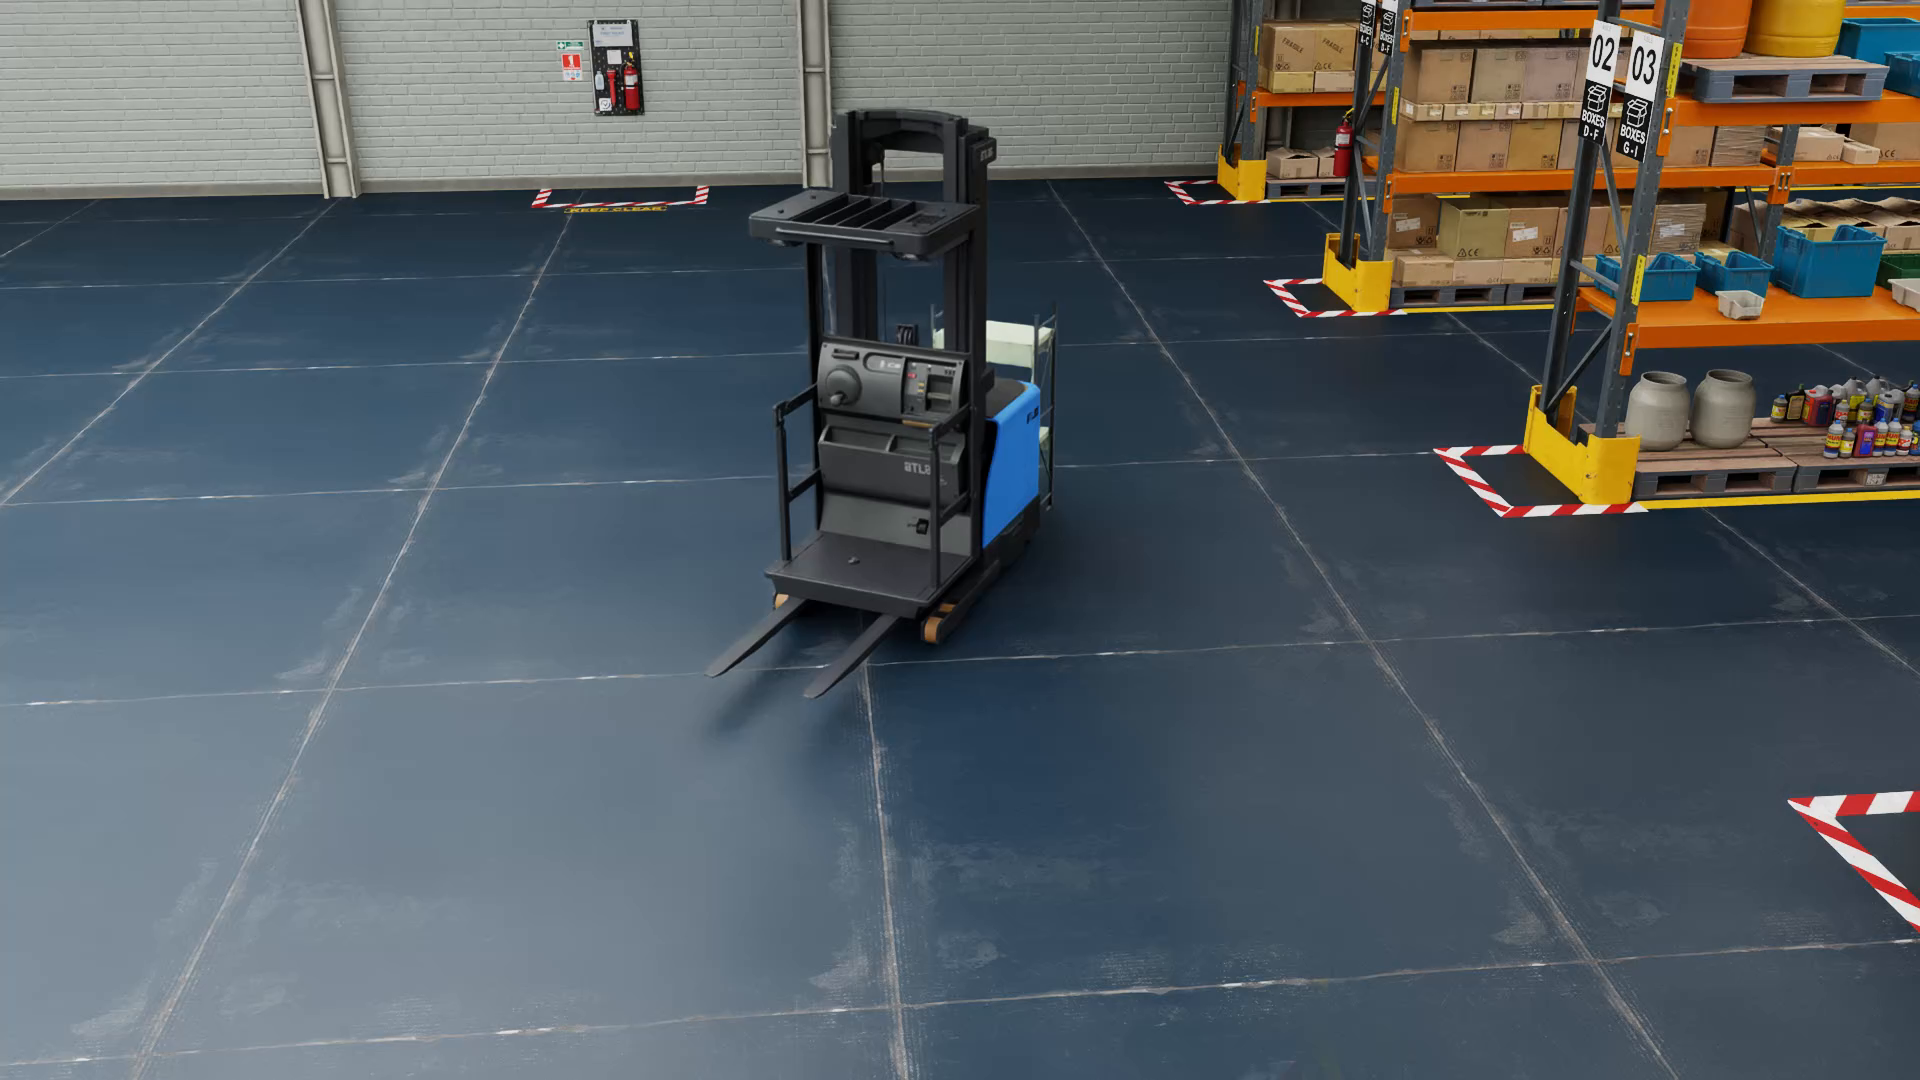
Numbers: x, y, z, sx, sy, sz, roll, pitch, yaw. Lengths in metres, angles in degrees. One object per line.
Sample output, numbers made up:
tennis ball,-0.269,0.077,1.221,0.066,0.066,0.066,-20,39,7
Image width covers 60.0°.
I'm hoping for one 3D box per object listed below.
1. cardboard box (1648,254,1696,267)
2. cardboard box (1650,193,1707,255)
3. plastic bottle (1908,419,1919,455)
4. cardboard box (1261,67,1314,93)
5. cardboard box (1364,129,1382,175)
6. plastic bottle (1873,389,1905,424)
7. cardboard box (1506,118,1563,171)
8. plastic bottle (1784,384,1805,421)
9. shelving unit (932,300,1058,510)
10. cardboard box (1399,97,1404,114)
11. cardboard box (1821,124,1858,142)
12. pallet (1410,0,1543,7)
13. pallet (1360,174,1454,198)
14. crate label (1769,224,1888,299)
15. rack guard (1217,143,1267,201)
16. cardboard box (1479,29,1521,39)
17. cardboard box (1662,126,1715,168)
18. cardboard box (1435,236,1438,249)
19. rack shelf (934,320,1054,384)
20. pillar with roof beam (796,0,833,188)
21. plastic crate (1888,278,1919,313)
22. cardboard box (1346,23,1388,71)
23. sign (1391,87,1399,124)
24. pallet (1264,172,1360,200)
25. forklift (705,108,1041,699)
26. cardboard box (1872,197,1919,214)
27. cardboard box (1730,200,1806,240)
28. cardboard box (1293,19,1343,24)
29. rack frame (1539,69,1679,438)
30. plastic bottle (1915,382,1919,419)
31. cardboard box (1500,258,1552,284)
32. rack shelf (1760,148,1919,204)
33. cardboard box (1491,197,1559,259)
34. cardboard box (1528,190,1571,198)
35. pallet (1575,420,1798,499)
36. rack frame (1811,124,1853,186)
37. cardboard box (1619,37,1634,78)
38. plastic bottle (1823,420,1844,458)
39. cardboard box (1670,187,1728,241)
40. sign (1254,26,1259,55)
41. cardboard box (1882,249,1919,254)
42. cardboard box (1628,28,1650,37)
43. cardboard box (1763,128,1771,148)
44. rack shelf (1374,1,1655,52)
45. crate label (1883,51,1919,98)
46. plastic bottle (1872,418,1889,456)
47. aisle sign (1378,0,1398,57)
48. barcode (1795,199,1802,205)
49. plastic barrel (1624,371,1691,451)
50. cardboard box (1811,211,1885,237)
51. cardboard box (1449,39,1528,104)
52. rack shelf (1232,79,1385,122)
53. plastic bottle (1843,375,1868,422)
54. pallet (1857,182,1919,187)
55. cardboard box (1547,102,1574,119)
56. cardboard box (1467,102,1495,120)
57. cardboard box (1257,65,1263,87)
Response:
cardboard box,7.048,-2.810,16.748,0.500,0.250,0.500,-2,24,-5
cardboard box,7.048,-3.154,16.597,0.500,0.500,0.500,-2,24,-5
plastic bottle,6.967,-0.762,12.089,0.097,0.271,0.097,0,24,0
cardboard box,4.033,-5.672,20.478,0.500,0.250,0.500,-3,24,-7
cardboard box,5.515,-4.922,21.167,0.500,0.500,0.700,-4,24,-8
plastic bottle,7.055,-1.004,12.628,0.135,0.276,0.152,-2,24,-5
cardboard box,5.489,-3.938,16.293,0.500,0.500,0.700,-2,24,-5
plastic bottle,6.389,-1.058,12.740,0.133,0.283,0.061,-2,24,-4
shelving unit,0.235,-0.912,11.456,0.755,1.500,0.431,10,26,21
cardboard box,4.368,-4.272,16.248,0.250,0.149,0.380,-3,24,-6
cardboard box,8.844,-4.046,16.825,0.258,0.266,0.396,-3,24,-6
pallet,4.713,-5.186,15.641,1.213,0.211,1.003,-2,24,-5
pallet,5.615,-4.635,21.417,1.213,0.211,1.003,-2,24,-5
crate label,6.295,-2.035,12.091,0.616,0.435,0.502,-2,24,-5
rack guard,3.591,-4.701,21.211,0.348,0.500,1.175,-2,24,-5
cardboard box,6.560,-6.117,20.556,0.500,0.500,0.500,-2,24,-5
cardboard box,7.022,-4.000,16.432,0.500,0.500,0.700,-3,24,-6
cardboard box,5.007,-2.939,17.038,0.500,0.250,0.500,-2,24,-5
rack shelf,0.235,-1.269,11.297,0.720,0.370,0.431,10,26,21
pillar with roof beam,-1.420,-6.980,15.874,0.400,9.000,9.100,-2,24,-5
plastic crate,6.879,-1.708,11.724,0.437,0.136,0.530,-2,24,-5
cardboard box,5.028,-6.055,20.416,0.500,0.500,0.500,-3,24,-7
sign,4.055,-4.045,15.495,0.005,0.325,0.100,-2,24,-5
pallet,4.403,-4.587,21.310,1.213,0.211,1.003,-2,24,-5
forklift,-0.496,-0.915,9.700,1.130,2.935,3.031,10,26,21
cardboard box,9.876,-3.382,17.345,0.500,0.311,0.500,-3,24,-6
cardboard box,8.362,-3.322,17.208,0.500,0.311,0.500,-2,24,-5
cardboard box,4.466,-6.244,20.842,0.500,0.500,0.500,-2,24,-4
rack frame,4.490,-1.836,11.687,0.127,3.000,1.000,-2,24,-5
plastic bottle,7.438,-1.114,12.783,0.185,0.351,0.144,-3,24,-7
cardboard box,5.557,-2.746,16.604,0.500,0.250,0.500,-2,24,-5
rack shelf,9.977,-3.749,16.877,4.000,0.370,1.077,-2,24,-5
cardboard box,5.556,-3.094,16.462,0.500,0.500,0.500,-2,24,-5
cardboard box,6.002,-3.323,16.979,0.500,0.500,0.500,-2,24,-5
pallet,5.370,-0.614,12.371,1.213,0.211,1.003,-2,24,-5
rack frame,11.477,-6.160,21.415,0.127,3.000,1.000,-2,24,-5
cardboard box,6.545,-4.576,16.131,0.500,0.500,0.700,-2,24,-5
plastic bottle,6.324,-0.737,12.031,0.097,0.271,0.097,0,24,0
cardboard box,7.495,-3.384,17.115,0.500,0.500,0.500,-2,24,-5
sign,3.569,-6.016,20.027,0.005,0.325,0.100,-2,24,-5
cardboard box,9.437,-2.891,16.929,0.500,0.250,0.500,-3,24,-7
cardboard box,8.563,-6.273,21.004,0.500,0.500,0.700,0,24,0
cardboard box,10.242,-5.195,21.781,0.500,0.500,0.700,-2,24,-5
rack shelf,5.997,-4.960,15.908,4.000,0.370,1.077,-2,24,-5
crate label,6.385,-3.080,10.976,0.408,0.251,0.502,-2,24,-5
plastic bottle,6.666,-0.750,12.062,0.097,0.271,0.097,0,24,0
aisle sign,3.971,-4.900,15.380,0.004,0.787,0.394,-2,24,-5
barcode,8.282,-3.337,16.419,0.075,0.075,0.001,-2,24,-5
plastic barrel,5.137,-0.948,12.236,0.421,0.512,0.421,0,24,0
cardboard box,8.921,-3.123,16.761,0.500,0.311,0.500,-3,24,-6
cardboard box,5.048,-4.515,15.995,0.500,0.500,0.700,-3,24,-7
rack shelf,5.506,-5.591,21.022,4.000,0.370,1.077,-2,24,-5
plastic bottle,6.830,-1.090,12.728,0.185,0.351,0.144,-1,24,-3
pallet,12.269,-4.886,21.984,1.213,0.211,1.003,-2,24,-5
cardboard box,5.700,-4.161,15.997,0.250,0.149,0.380,-3,24,-6
cardboard box,4.929,-4.130,15.927,0.250,0.149,0.380,-2,24,-5
cardboard box,3.962,-5.878,20.941,0.500,0.250,0.500,-2,24,-4
